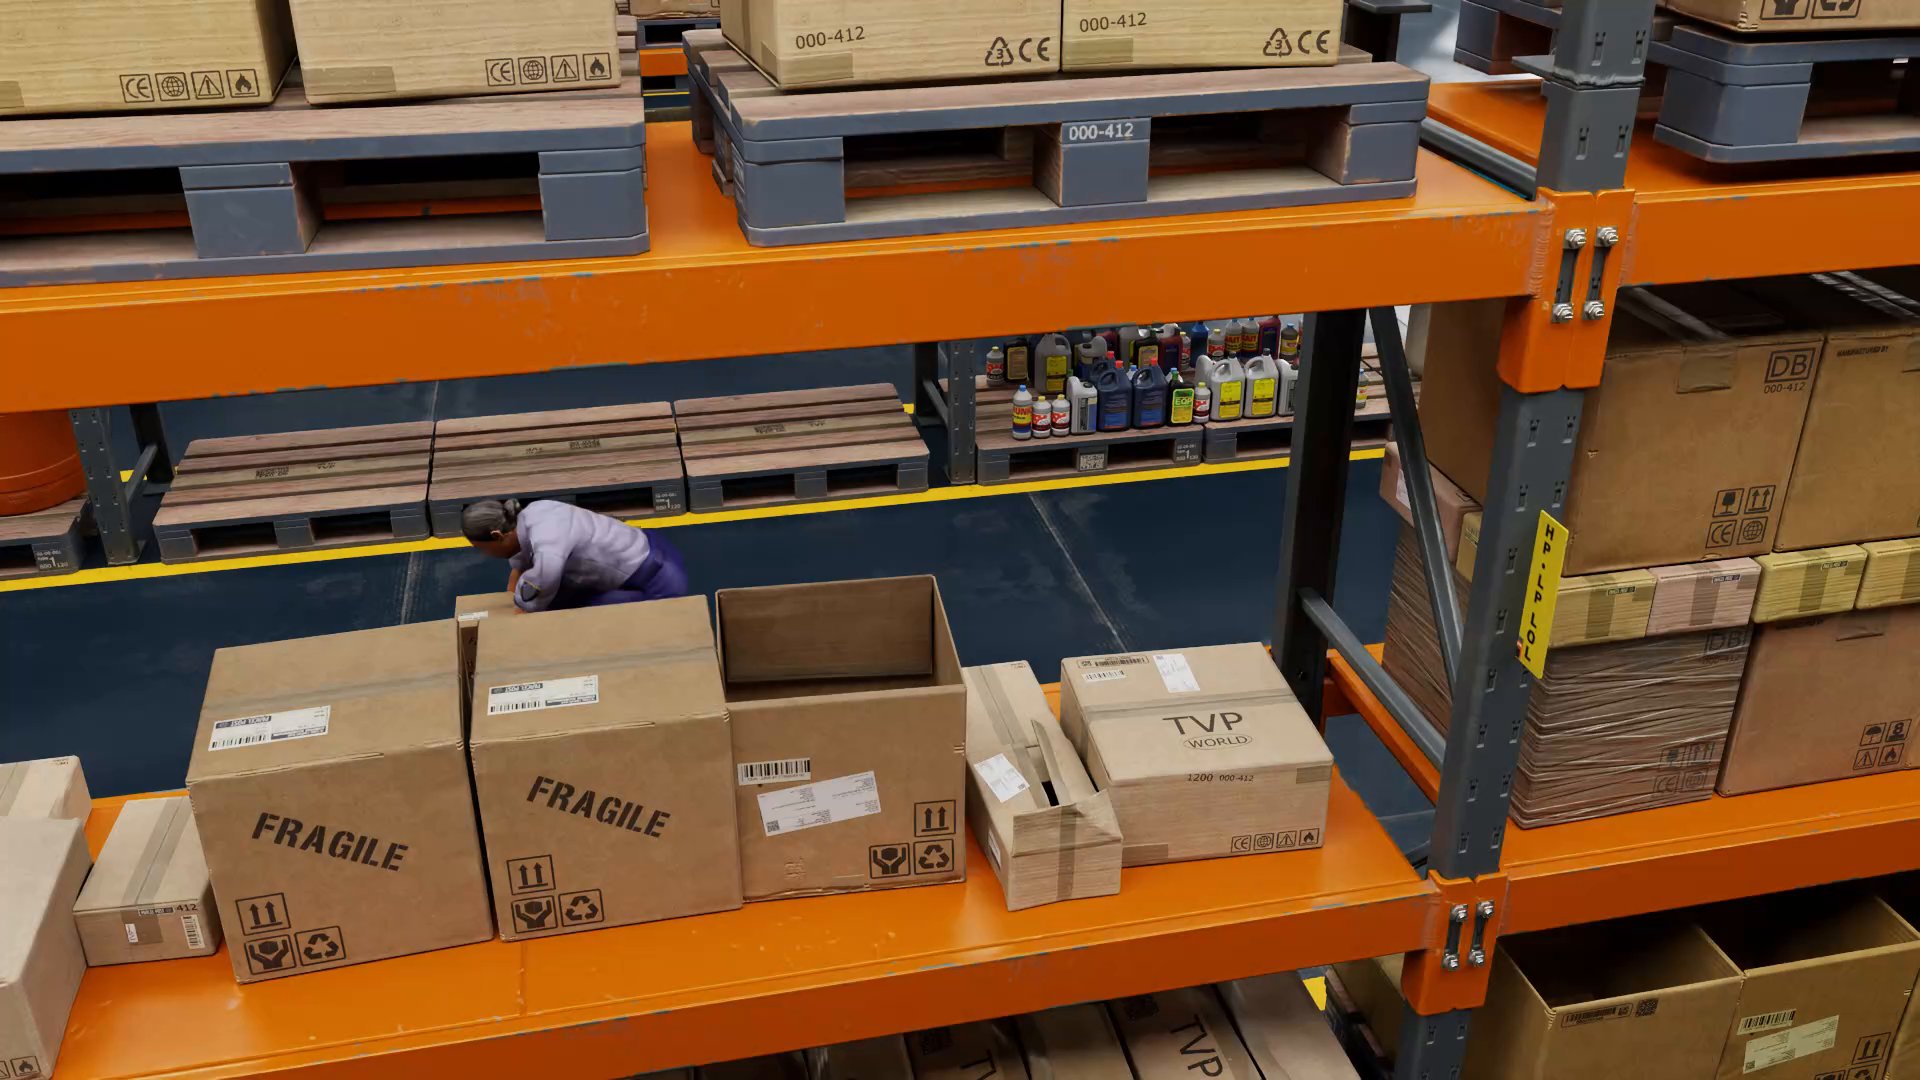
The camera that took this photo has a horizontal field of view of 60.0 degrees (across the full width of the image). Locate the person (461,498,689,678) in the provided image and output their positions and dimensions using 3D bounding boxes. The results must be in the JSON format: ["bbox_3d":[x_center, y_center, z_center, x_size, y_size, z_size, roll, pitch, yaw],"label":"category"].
[{"bbox_3d":[-1.494,0.223,6.493,0.861,0.938,0.509,-7,28,-13],"label":"person"}]
